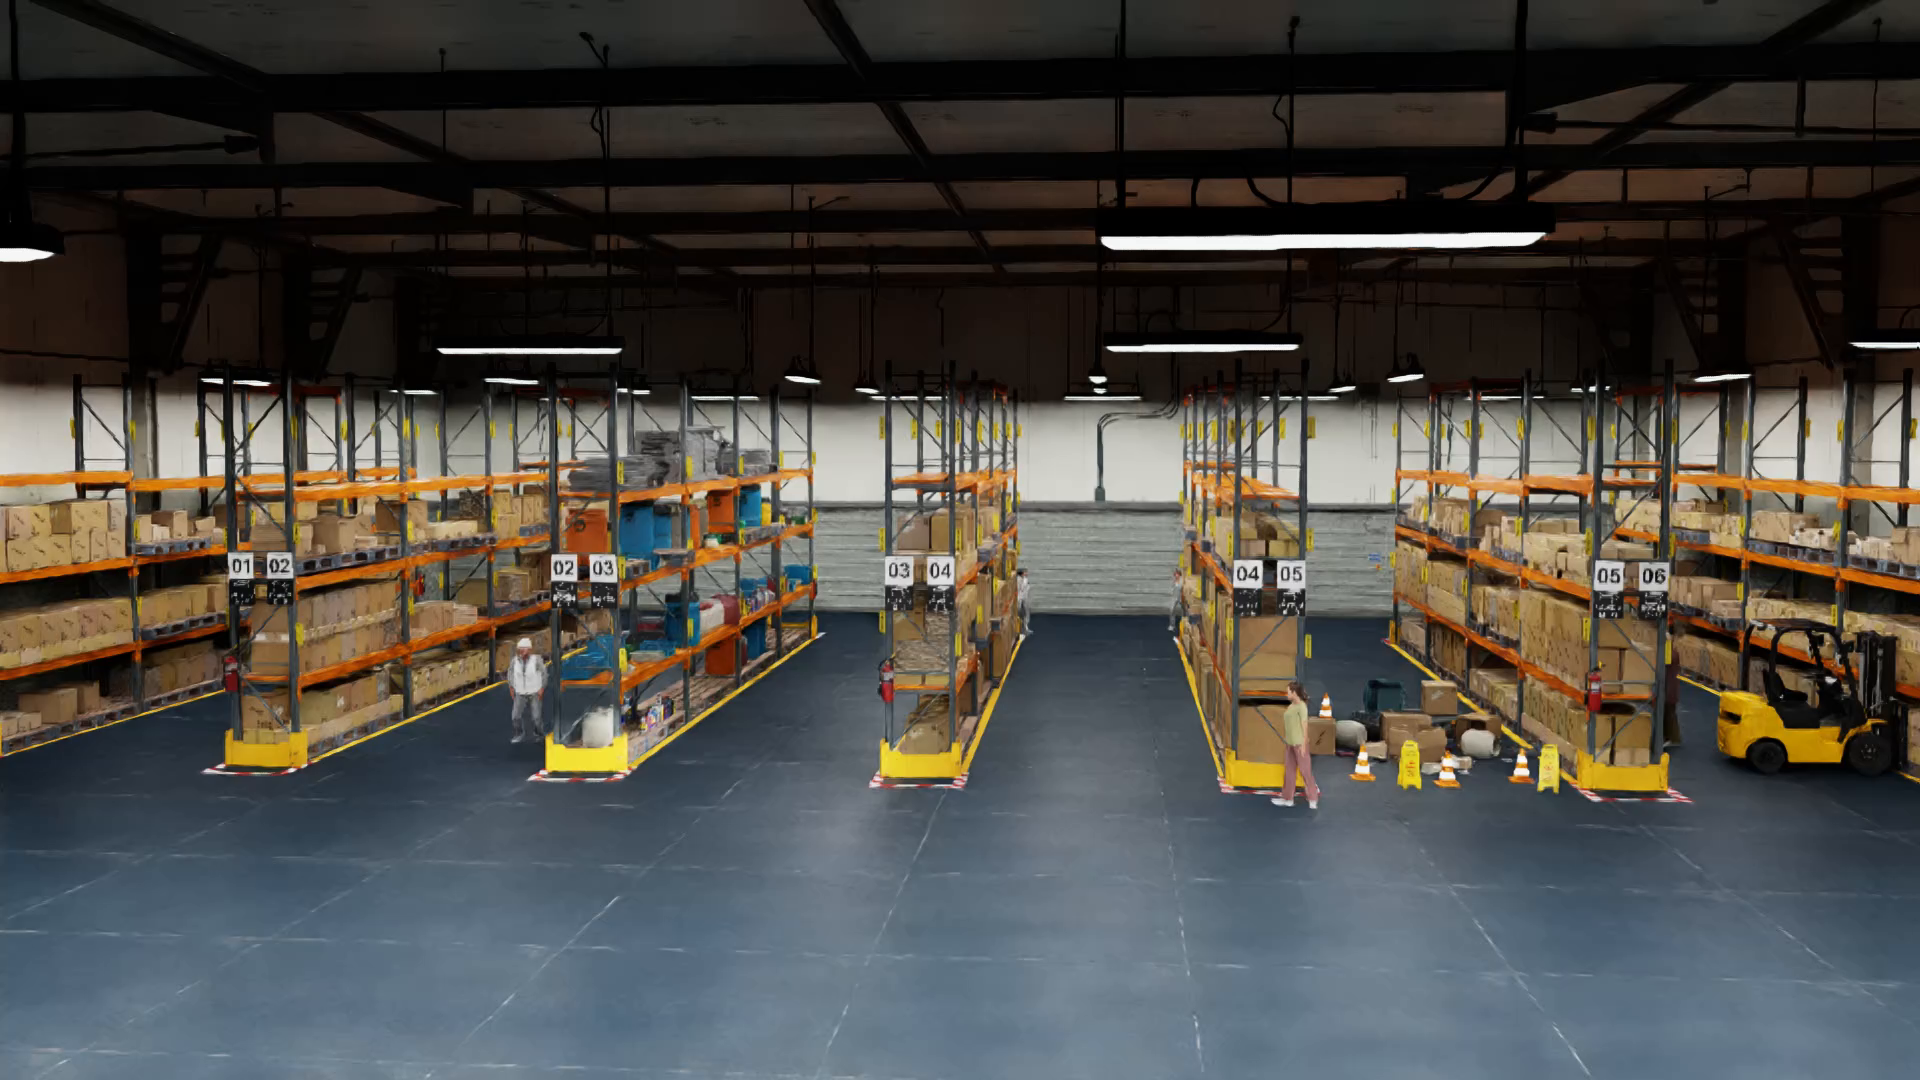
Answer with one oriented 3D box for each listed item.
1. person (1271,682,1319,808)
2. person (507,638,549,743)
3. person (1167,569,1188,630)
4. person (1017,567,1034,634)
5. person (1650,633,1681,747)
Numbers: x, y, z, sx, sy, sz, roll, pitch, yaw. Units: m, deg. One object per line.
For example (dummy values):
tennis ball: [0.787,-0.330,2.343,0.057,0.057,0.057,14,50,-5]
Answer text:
person: [4.495,2.715,22.104,0.539,1.672,0.580,-1,4,-13]
person: [-6.899,2.403,26.531,0.676,1.726,0.574,0,4,3]
person: [5.523,1.482,41.791,0.459,1.531,0.875,2,4,27]
person: [1.501,1.480,41.012,0.566,1.662,0.563,4,5,44]
person: [11.186,2.358,26.415,0.620,1.776,0.678,3,5,37]
